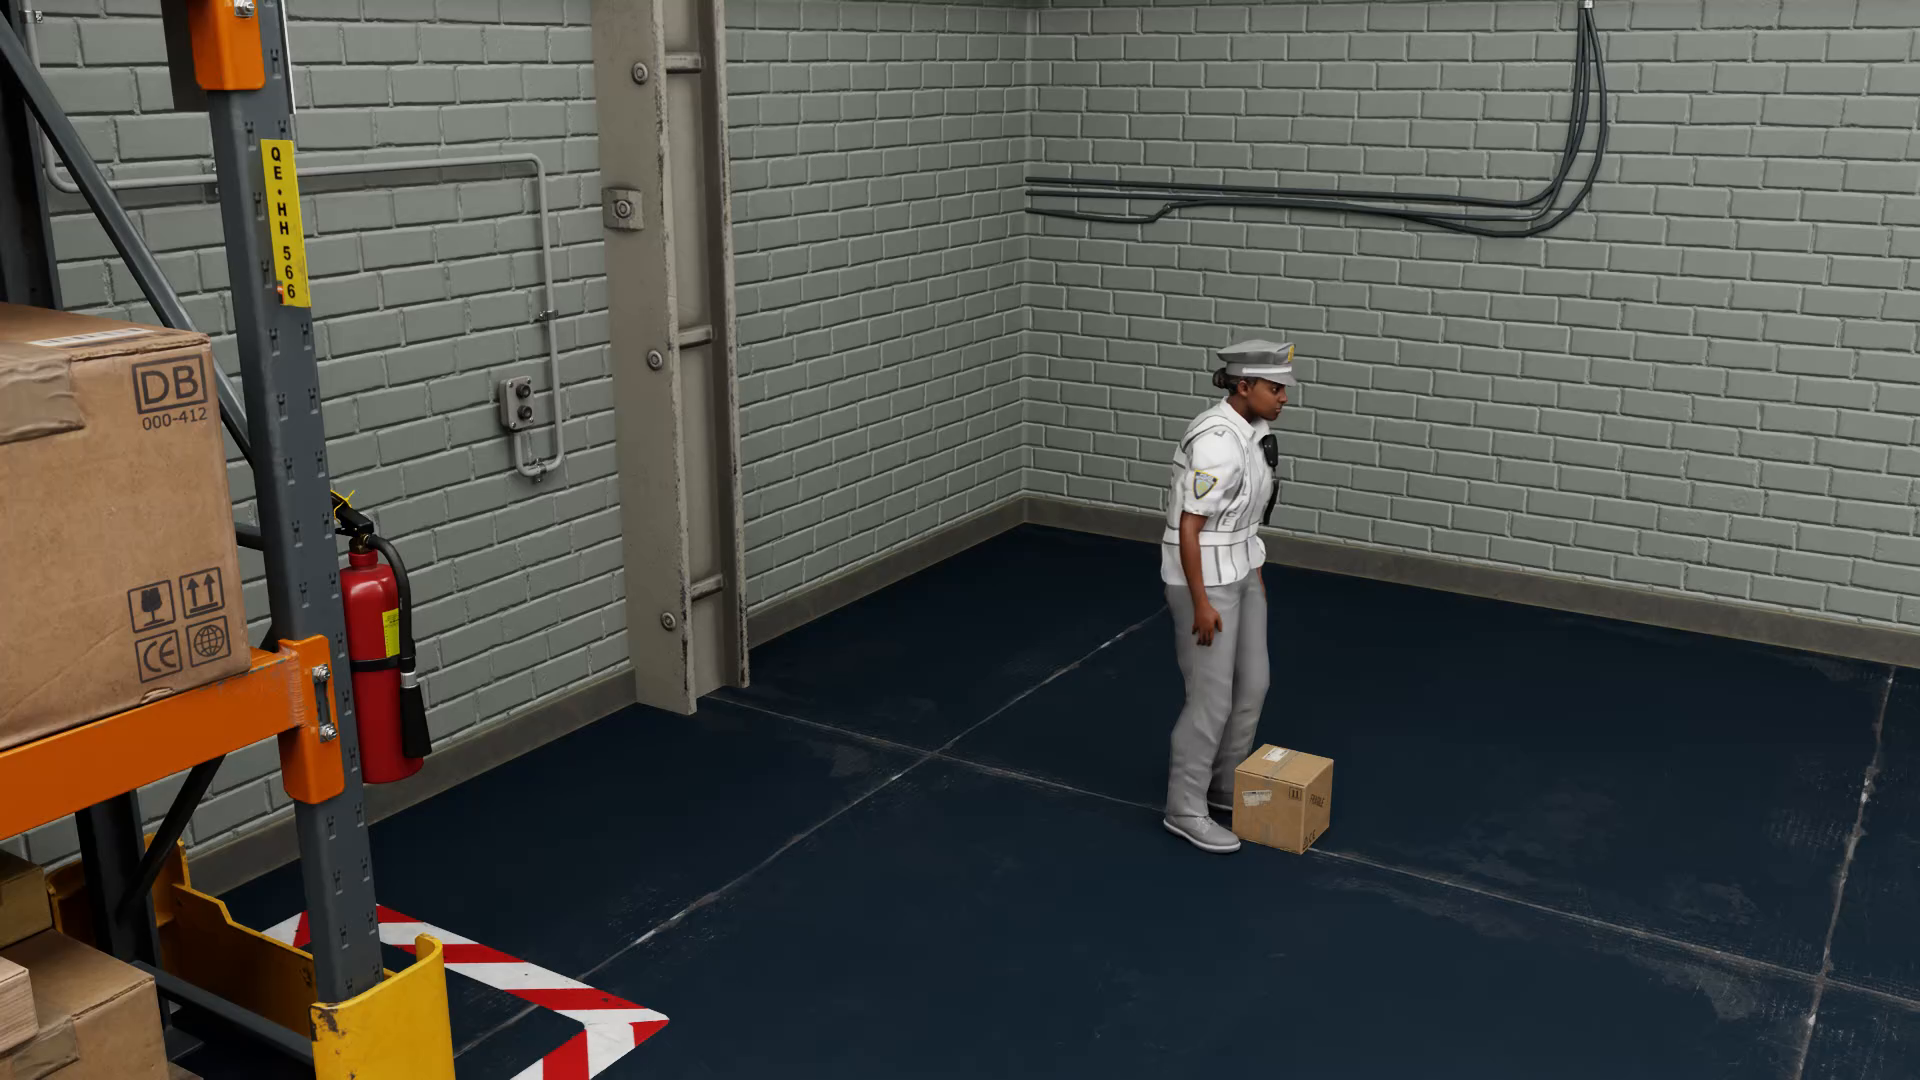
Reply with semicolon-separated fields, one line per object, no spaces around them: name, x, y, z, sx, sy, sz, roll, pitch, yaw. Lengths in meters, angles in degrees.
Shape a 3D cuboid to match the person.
person;0.882;0.162;5.482;0.419;1.658;0.504;10;19;30
